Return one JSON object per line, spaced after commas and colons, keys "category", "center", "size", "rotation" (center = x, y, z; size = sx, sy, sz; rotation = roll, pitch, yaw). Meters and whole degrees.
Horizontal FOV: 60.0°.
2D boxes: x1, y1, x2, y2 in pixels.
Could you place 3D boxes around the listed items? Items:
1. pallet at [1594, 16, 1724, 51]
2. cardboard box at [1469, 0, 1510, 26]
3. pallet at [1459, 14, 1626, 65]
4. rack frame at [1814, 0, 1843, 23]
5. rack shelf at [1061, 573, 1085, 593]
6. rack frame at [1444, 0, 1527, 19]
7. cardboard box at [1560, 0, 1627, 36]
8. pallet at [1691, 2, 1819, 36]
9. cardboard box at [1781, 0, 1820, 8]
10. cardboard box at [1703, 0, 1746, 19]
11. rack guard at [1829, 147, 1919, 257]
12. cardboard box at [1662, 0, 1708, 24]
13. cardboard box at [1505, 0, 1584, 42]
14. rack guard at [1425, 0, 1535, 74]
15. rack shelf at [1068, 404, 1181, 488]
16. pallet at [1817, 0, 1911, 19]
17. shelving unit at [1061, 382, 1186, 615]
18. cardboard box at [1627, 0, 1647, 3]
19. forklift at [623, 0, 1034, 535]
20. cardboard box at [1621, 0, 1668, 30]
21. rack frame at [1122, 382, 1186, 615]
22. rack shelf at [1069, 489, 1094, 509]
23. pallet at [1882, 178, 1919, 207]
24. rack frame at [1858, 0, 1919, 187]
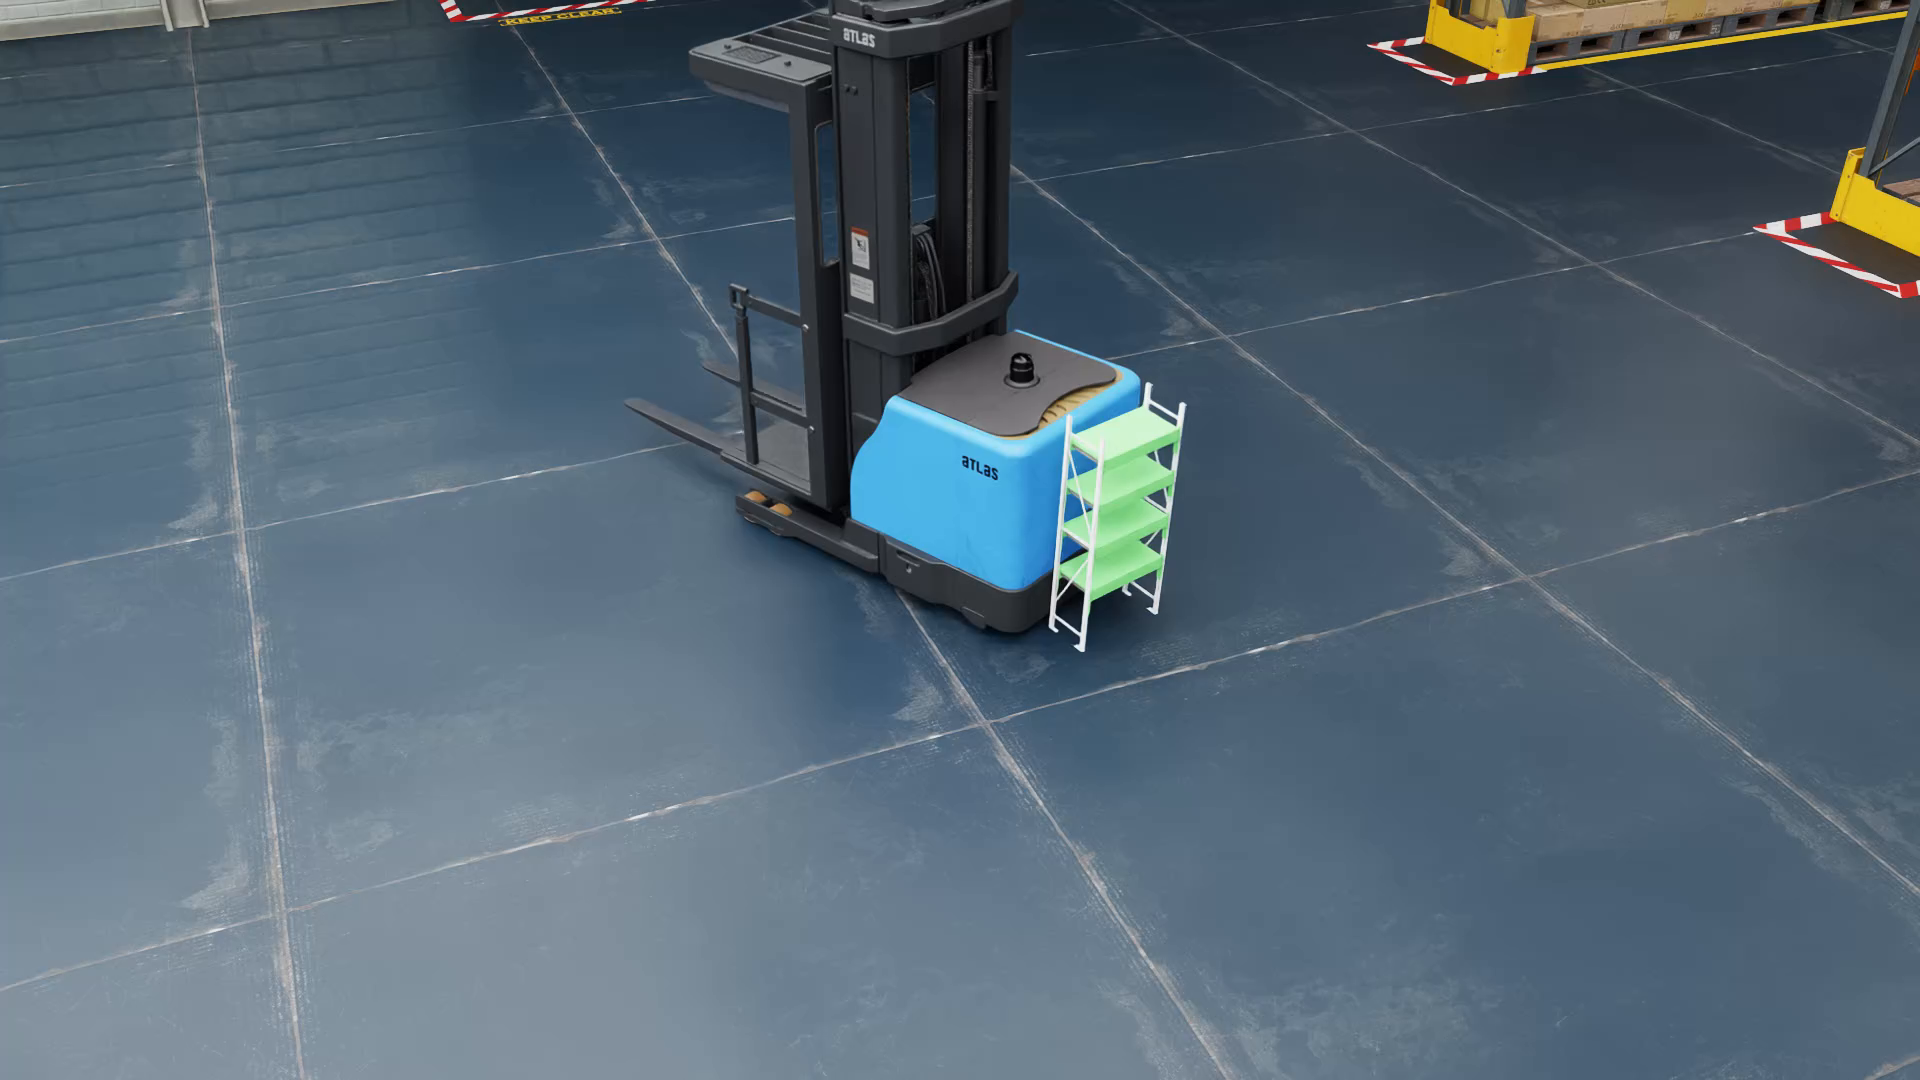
{"category": "pallet", "center": [6.735, -5.161, 16.488], "size": [1.213, 0.211, 1.003], "rotation": [-13, 35, -19]}
{"category": "cardboard box", "center": [5.303, -5.177, 16.092], "size": [0.500, 0.250, 0.500], "rotation": [-13, 35, -19]}
{"category": "pallet", "center": [5.612, -4.905, 16.095], "size": [1.213, 0.211, 1.003], "rotation": [-13, 35, -19]}
{"category": "rack frame", "center": [8.611, -6.736, 16.352], "size": [0.127, 3.000, 1.000], "rotation": [-13, 35, -19]}
{"category": "rack shelf", "center": [0.714, 0.130, 7.941], "size": [0.442, 0.029, 0.199], "rotation": [-24, 43, -32]}
{"category": "rack frame", "center": [4.923, -5.892, 15.054], "size": [0.127, 3.000, 1.000], "rotation": [-13, 35, -19]}
{"category": "cardboard box", "center": [5.963, -5.024, 15.857], "size": [0.500, 0.250, 0.500], "rotation": [-13, 35, -19]}
{"category": "pallet", "center": [7.862, -5.421, 16.887], "size": [1.213, 0.211, 1.003], "rotation": [-13, 35, -19]}
{"category": "cardboard box", "center": [8.268, -5.552, 16.668], "size": [0.500, 0.250, 0.500], "rotation": [-13, 35, -19]}
{"category": "cardboard box", "center": [7.348, -5.338, 16.340], "size": [0.500, 0.250, 0.500], "rotation": [-13, 35, -19]}
{"category": "rack guard", "center": [6.889, -2.392, 11.968], "size": [0.348, 0.500, 1.175], "rotation": [-13, 35, -19]}
{"category": "cardboard box", "center": [6.888, -5.232, 16.177], "size": [0.500, 0.250, 0.500], "rotation": [-13, 35, -19]}
{"category": "cardboard box", "center": [5.504, -4.916, 15.692], "size": [0.500, 0.250, 0.500], "rotation": [-13, 35, -19]}
{"category": "rack guard", "center": [4.901, -4.839, 15.728], "size": [0.348, 0.500, 1.175], "rotation": [-13, 35, -19]}
{"category": "rack shelf", "center": [0.739, -0.432, 7.538], "size": [0.480, 0.148, 0.258], "rotation": [-24, 43, -32]}
{"category": "pallet", "center": [9.276, -5.743, 17.382], "size": [1.213, 0.211, 1.003], "rotation": [-13, 35, -19]}
{"category": "shelving unit", "center": [0.728, -0.096, 7.784], "size": [0.492, 1.200, 0.258], "rotation": [-24, 43, -32]}
{"category": "cardboard box", "center": [6.420, -5.449, 15.823], "size": [0.500, 0.500, 0.500], "rotation": [-13, 35, -19]}
{"category": "forklift", "center": [-0.563, -1.452, 8.294], "size": [3.031, 2.935, 1.121], "rotation": [24, 40, 32]}
{"category": "cardboard box", "center": [6.425, -5.129, 16.019], "size": [0.500, 0.250, 0.500], "rotation": [-13, 35, -19]}
{"category": "rack frame", "center": [0.913, -0.178, 7.909], "size": [0.015, 1.200, 0.240], "rotation": [-24, 43, -32]}
{"category": "rack shelf", "center": [0.731, -0.260, 7.661], "size": [0.442, 0.029, 0.199], "rotation": [-24, 43, -32]}
{"category": "pallet", "center": [7.640, -2.440, 12.306], "size": [1.213, 0.211, 1.003], "rotation": [-13, 35, -19]}
{"category": "rack frame", "center": [6.837, -3.400, 11.225], "size": [0.127, 3.000, 1.000], "rotation": [-13, 35, -19]}
